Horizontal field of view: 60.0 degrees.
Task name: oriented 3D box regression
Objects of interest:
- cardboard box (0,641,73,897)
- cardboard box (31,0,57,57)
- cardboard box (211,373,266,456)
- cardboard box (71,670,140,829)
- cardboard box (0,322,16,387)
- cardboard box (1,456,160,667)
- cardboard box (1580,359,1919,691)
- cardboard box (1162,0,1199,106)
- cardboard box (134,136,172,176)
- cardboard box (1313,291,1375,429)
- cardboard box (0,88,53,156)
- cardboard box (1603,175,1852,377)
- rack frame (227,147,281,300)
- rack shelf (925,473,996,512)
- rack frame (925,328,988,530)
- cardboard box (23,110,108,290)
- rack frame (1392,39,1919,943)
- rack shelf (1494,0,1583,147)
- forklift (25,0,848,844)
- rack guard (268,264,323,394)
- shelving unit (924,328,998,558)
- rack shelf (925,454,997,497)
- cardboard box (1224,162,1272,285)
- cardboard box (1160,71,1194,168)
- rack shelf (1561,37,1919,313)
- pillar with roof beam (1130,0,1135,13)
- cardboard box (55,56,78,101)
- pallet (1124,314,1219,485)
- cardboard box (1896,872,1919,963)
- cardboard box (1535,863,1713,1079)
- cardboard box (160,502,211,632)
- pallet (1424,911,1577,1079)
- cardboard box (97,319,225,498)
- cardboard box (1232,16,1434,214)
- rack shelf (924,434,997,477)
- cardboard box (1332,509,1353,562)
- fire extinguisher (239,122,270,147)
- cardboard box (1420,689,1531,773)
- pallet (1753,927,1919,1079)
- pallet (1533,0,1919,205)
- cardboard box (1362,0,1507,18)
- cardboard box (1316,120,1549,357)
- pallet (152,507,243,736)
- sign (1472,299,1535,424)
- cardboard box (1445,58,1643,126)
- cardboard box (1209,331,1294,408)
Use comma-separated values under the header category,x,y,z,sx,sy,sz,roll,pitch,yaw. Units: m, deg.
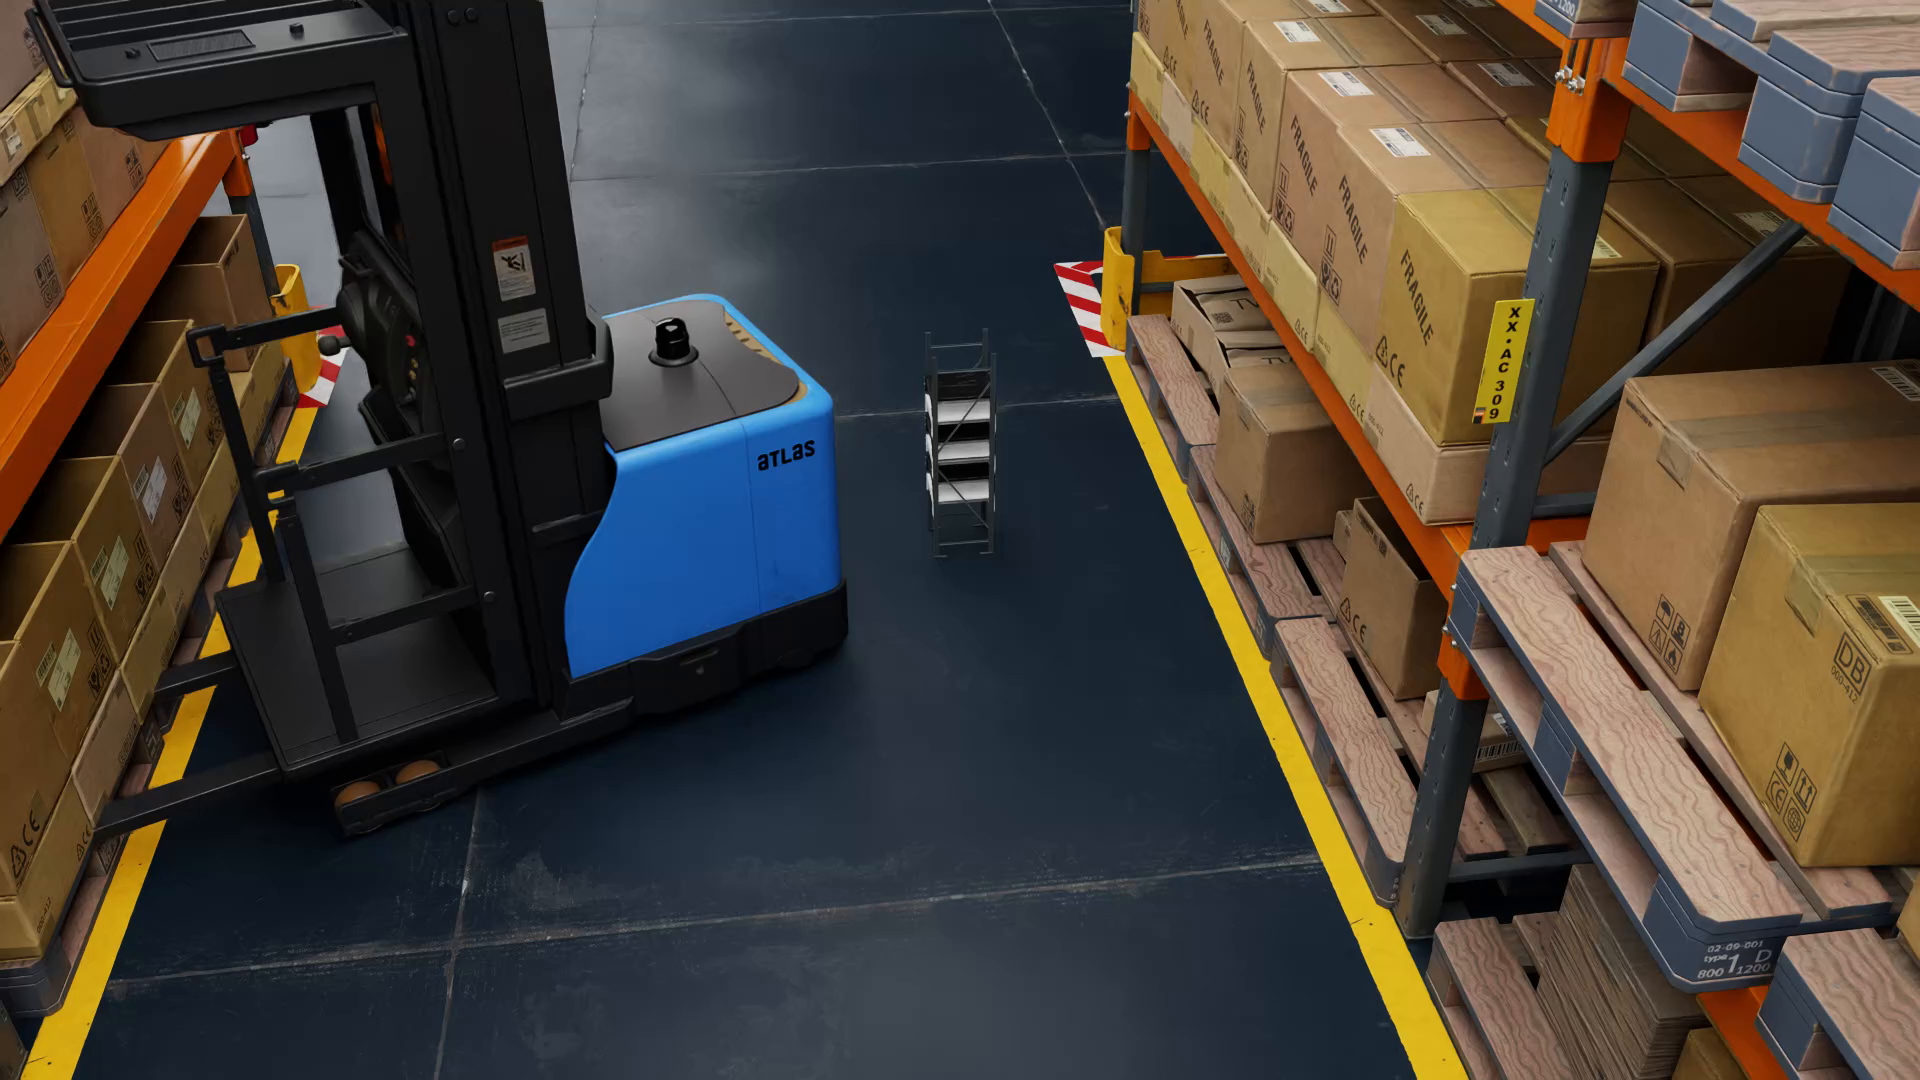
category,x,y,z,sx,sy,sz,roll,pitch,yaw
cardboard box,-2.836,0.641,4.549,0.500,0.500,0.500,-4,35,-6
cardboard box,-3.489,-1.955,5.715,0.700,0.500,0.500,-5,35,-8
cardboard box,-3.178,-0.444,6.807,0.500,0.250,0.500,-4,35,-6
cardboard box,-2.908,0.672,5.169,0.500,0.250,0.500,-4,35,-6
cardboard box,-3.291,-0.592,4.867,0.700,0.500,0.500,-4,34,-6
cardboard box,-2.971,0.083,5.368,0.500,0.500,0.500,-4,35,-6
cardboard box,1.859,-0.043,3.671,0.700,0.500,0.500,-4,35,-6
cardboard box,1.109,-2.029,6.514,0.500,0.500,0.500,-4,35,-6
cardboard box,-3.572,-1.742,6.553,0.700,0.500,0.500,-4,35,-6
cardboard box,1.401,-0.573,5.043,0.500,0.250,0.500,-4,35,-6
cardboard box,-3.207,-1.350,5.402,0.380,0.149,0.250,-3,34,-5
cardboard box,1.968,-0.641,4.477,0.500,0.500,0.500,-5,35,-7
rack frame,-3.622,-1.962,6.965,1.000,3.000,0.127,-4,35,-6
rack shelf,0.001,-0.191,6.610,0.258,0.077,0.200,-4,35,-6
rack frame,-0.013,-0.424,6.573,0.240,0.900,0.006,-4,35,-6
cardboard box,-3.436,-1.171,5.717,0.700,0.500,0.500,-4,34,-6
rack frame,1.824,-0.107,4.243,1.000,3.000,0.127,-4,35,-6
rack shelf,1.555,-2.165,5.239,1.077,0.370,4.000,-4,35,-6
forklift,-1.939,-0.607,5.038,3.031,2.935,1.130,-19,39,-25
rack guard,-3.626,-0.942,7.689,1.175,0.500,0.348,-4,35,-6
shelving unit,0.001,-0.367,6.490,0.258,0.900,0.210,-4,35,-6
rack shelf,0.001,-0.265,6.559,0.258,0.077,0.200,-4,35,-6
cardboard box,1.249,-1.133,5.865,0.500,0.250,0.500,-4,34,-6
cardboard box,1.121,-1.700,6.697,0.500,0.250,0.500,-5,35,-8
rack shelf,2.093,0.067,1.963,1.077,0.370,4.000,-4,35,-6
pillar with roof beam,-2.836,-7.515,9.787,9.100,9.000,0.400,-4,35,-6
cardboard box,-3.279,-1.643,5.833,0.380,0.149,0.250,-4,34,-6
pallet,1.370,-0.688,7.573,1.003,0.211,1.213,-4,35,-6
cardboard box,2.046,0.634,2.677,0.700,0.500,0.500,0,34,0
cardboard box,1.939,1.154,4.222,0.700,0.500,0.500,-3,34,-5
cardboard box,-3.044,0.114,5.988,0.500,0.250,0.500,-4,35,-6
pallet,1.930,1.480,4.391,1.003,0.211,1.213,-4,35,-6
cardboard box,-3.106,-0.475,6.187,0.500,0.500,0.500,-4,35,-6
cardboard box,1.253,-1.454,5.669,0.500,0.500,0.500,-3,34,-5
rack shelf,0.001,-0.340,6.509,0.258,0.077,0.200,-4,35,-6
cardboard box,1.629,-0.005,6.234,0.380,0.149,0.250,-7,35,-10
fire extinguisher,-3.178,-2.031,7.135,0.296,0.674,0.183,-4,35,-6
cardboard box,1.722,0.586,5.352,0.380,0.166,0.250,-9,35,-13
pallet,2.055,1.103,2.638,1.003,0.211,1.213,-4,35,-6
pallet,1.801,-0.916,2.934,1.213,0.211,1.003,-4,35,-6
cardboard box,1.692,-1.778,6.146,0.500,0.500,0.500,-5,35,-8
cardboard box,1.381,-0.882,4.830,0.500,0.500,0.500,-5,35,-7
pallet,-3.317,0.293,6.132,1.003,0.211,1.213,-4,35,-6
sign,1.287,-0.419,3.933,0.100,0.325,0.005,-4,35,-6
cardboard box,1.840,-1.209,5.309,0.500,0.500,0.500,-3,34,-5
cardboard box,1.366,-0.699,7.109,0.500,0.311,0.500,-2,34,-2
